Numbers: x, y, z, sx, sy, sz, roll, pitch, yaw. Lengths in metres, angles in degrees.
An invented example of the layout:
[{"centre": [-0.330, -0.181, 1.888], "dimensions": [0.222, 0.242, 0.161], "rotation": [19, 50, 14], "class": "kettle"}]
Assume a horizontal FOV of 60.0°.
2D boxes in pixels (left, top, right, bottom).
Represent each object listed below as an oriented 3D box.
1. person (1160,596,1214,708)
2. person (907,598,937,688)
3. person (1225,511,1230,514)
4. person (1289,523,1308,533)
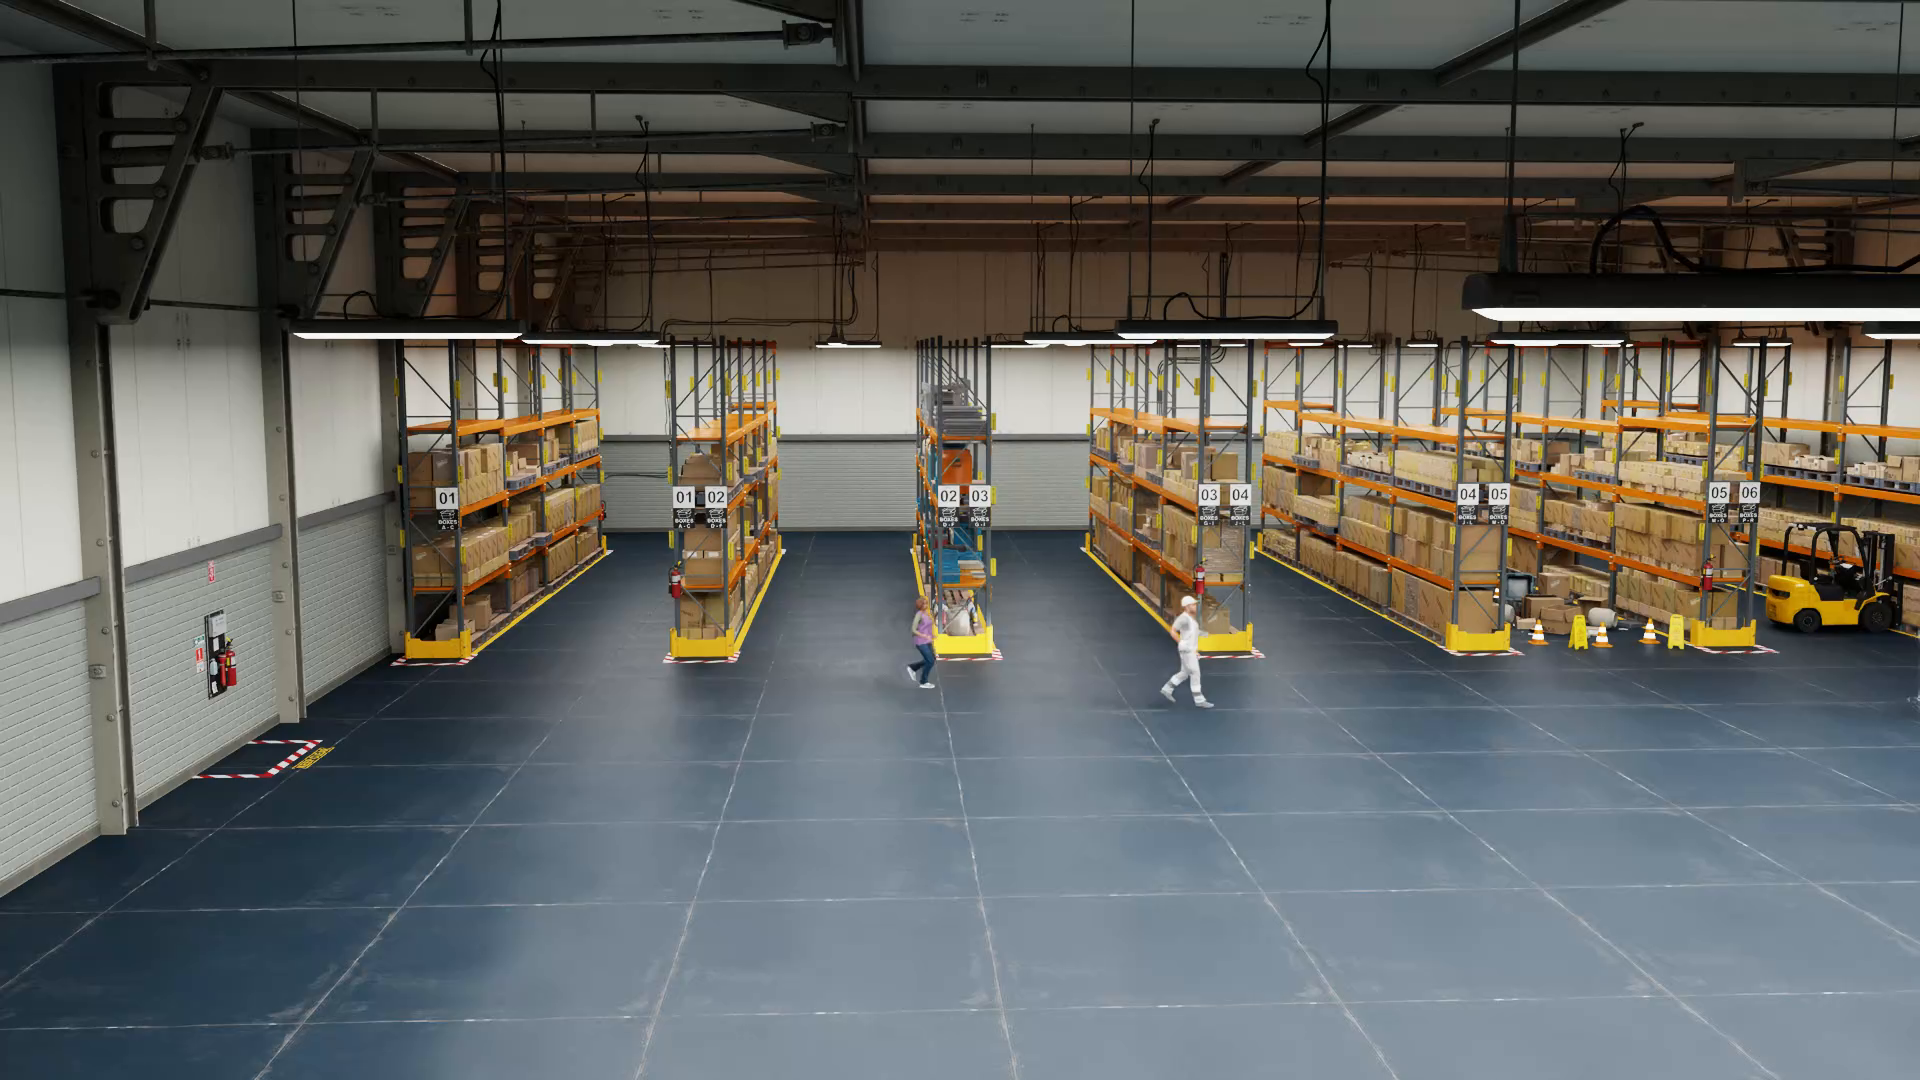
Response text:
[{"centre": [3.660, 1.780, 26.708], "dimensions": [0.902, 1.775, 0.667], "rotation": [2, 7, 18], "class": "person"}, {"centre": [-0.665, 1.756, 28.274], "dimensions": [0.566, 1.529, 0.534], "rotation": [2, 7, 20], "class": "person"}, {"centre": [7.392, -0.382, 47.079], "dimensions": [0.564, 1.525, 0.493], "rotation": [1, 7, 9], "class": "person"}, {"centre": [9.915, -0.680, 49.067], "dimensions": [0.626, 1.640, 0.903], "rotation": [-5, 8, -37], "class": "person"}]
